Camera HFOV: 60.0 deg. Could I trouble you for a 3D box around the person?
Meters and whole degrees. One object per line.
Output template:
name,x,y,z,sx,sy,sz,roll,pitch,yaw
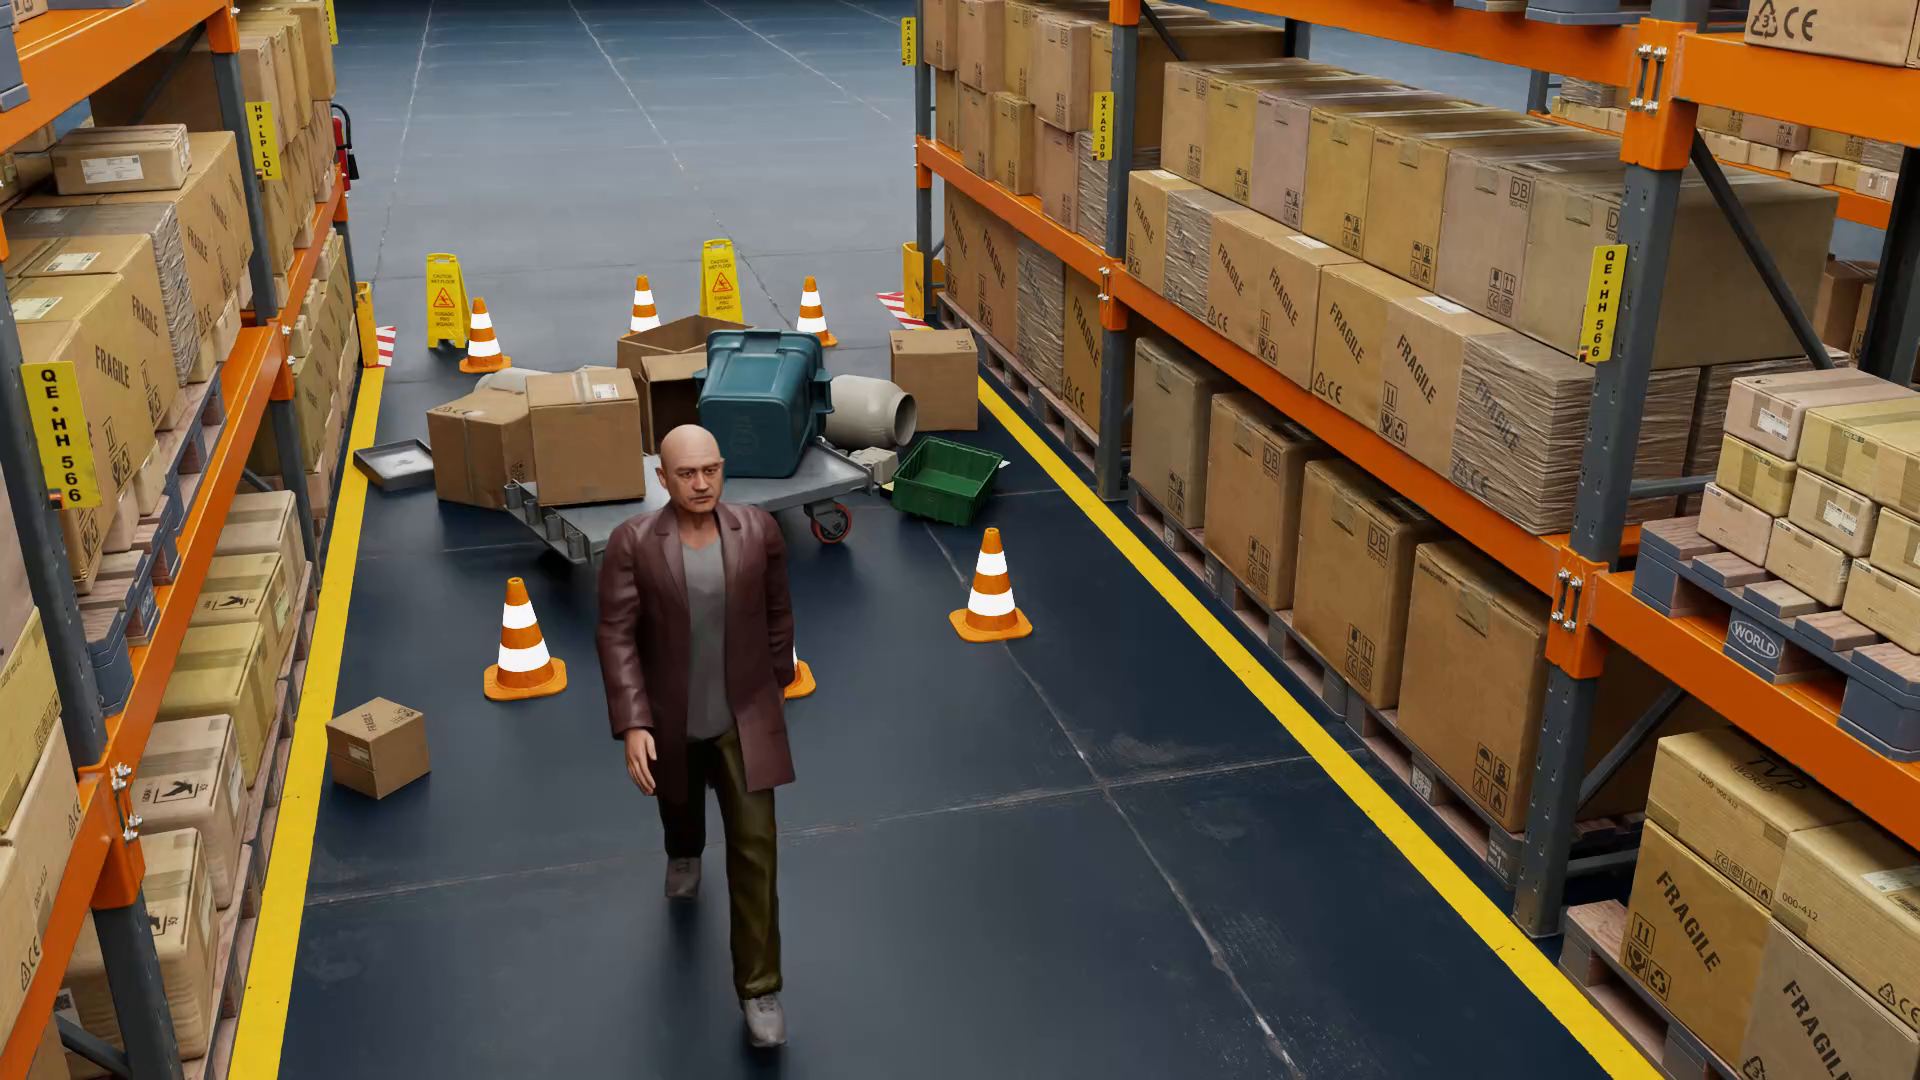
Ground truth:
person,-0.755,0.508,4.903,0.587,1.720,1.161,-5,23,-11
